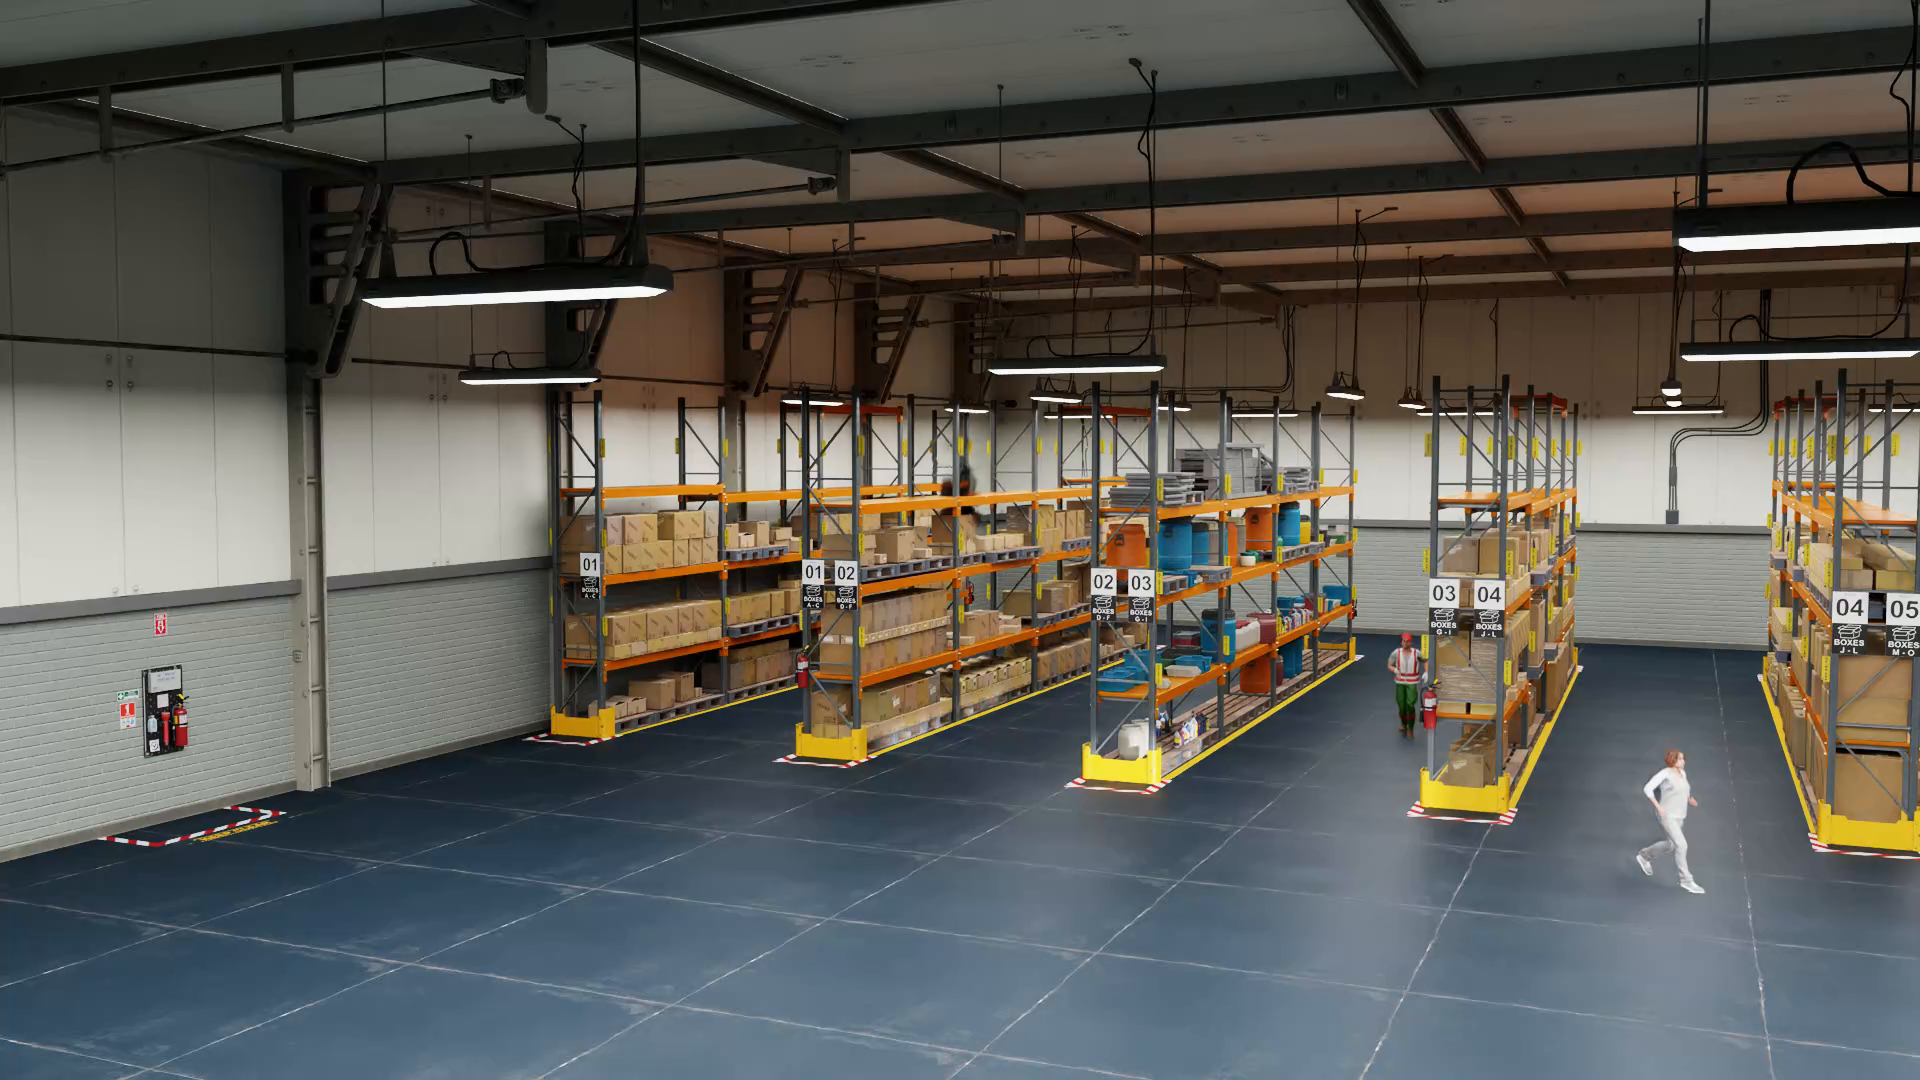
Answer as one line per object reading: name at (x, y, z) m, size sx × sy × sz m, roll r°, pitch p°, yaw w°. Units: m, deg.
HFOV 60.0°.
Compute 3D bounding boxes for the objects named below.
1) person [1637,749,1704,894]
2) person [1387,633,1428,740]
person at (8.078, 3.161, 18.943) m, size 0.554 × 1.592 × 0.843 m, roll -2°, pitch 4°, yaw -35°
person at (7.740, 2.534, 28.776) m, size 0.680 × 1.864 × 0.770 m, roll 1°, pitch 3°, yaw 23°
